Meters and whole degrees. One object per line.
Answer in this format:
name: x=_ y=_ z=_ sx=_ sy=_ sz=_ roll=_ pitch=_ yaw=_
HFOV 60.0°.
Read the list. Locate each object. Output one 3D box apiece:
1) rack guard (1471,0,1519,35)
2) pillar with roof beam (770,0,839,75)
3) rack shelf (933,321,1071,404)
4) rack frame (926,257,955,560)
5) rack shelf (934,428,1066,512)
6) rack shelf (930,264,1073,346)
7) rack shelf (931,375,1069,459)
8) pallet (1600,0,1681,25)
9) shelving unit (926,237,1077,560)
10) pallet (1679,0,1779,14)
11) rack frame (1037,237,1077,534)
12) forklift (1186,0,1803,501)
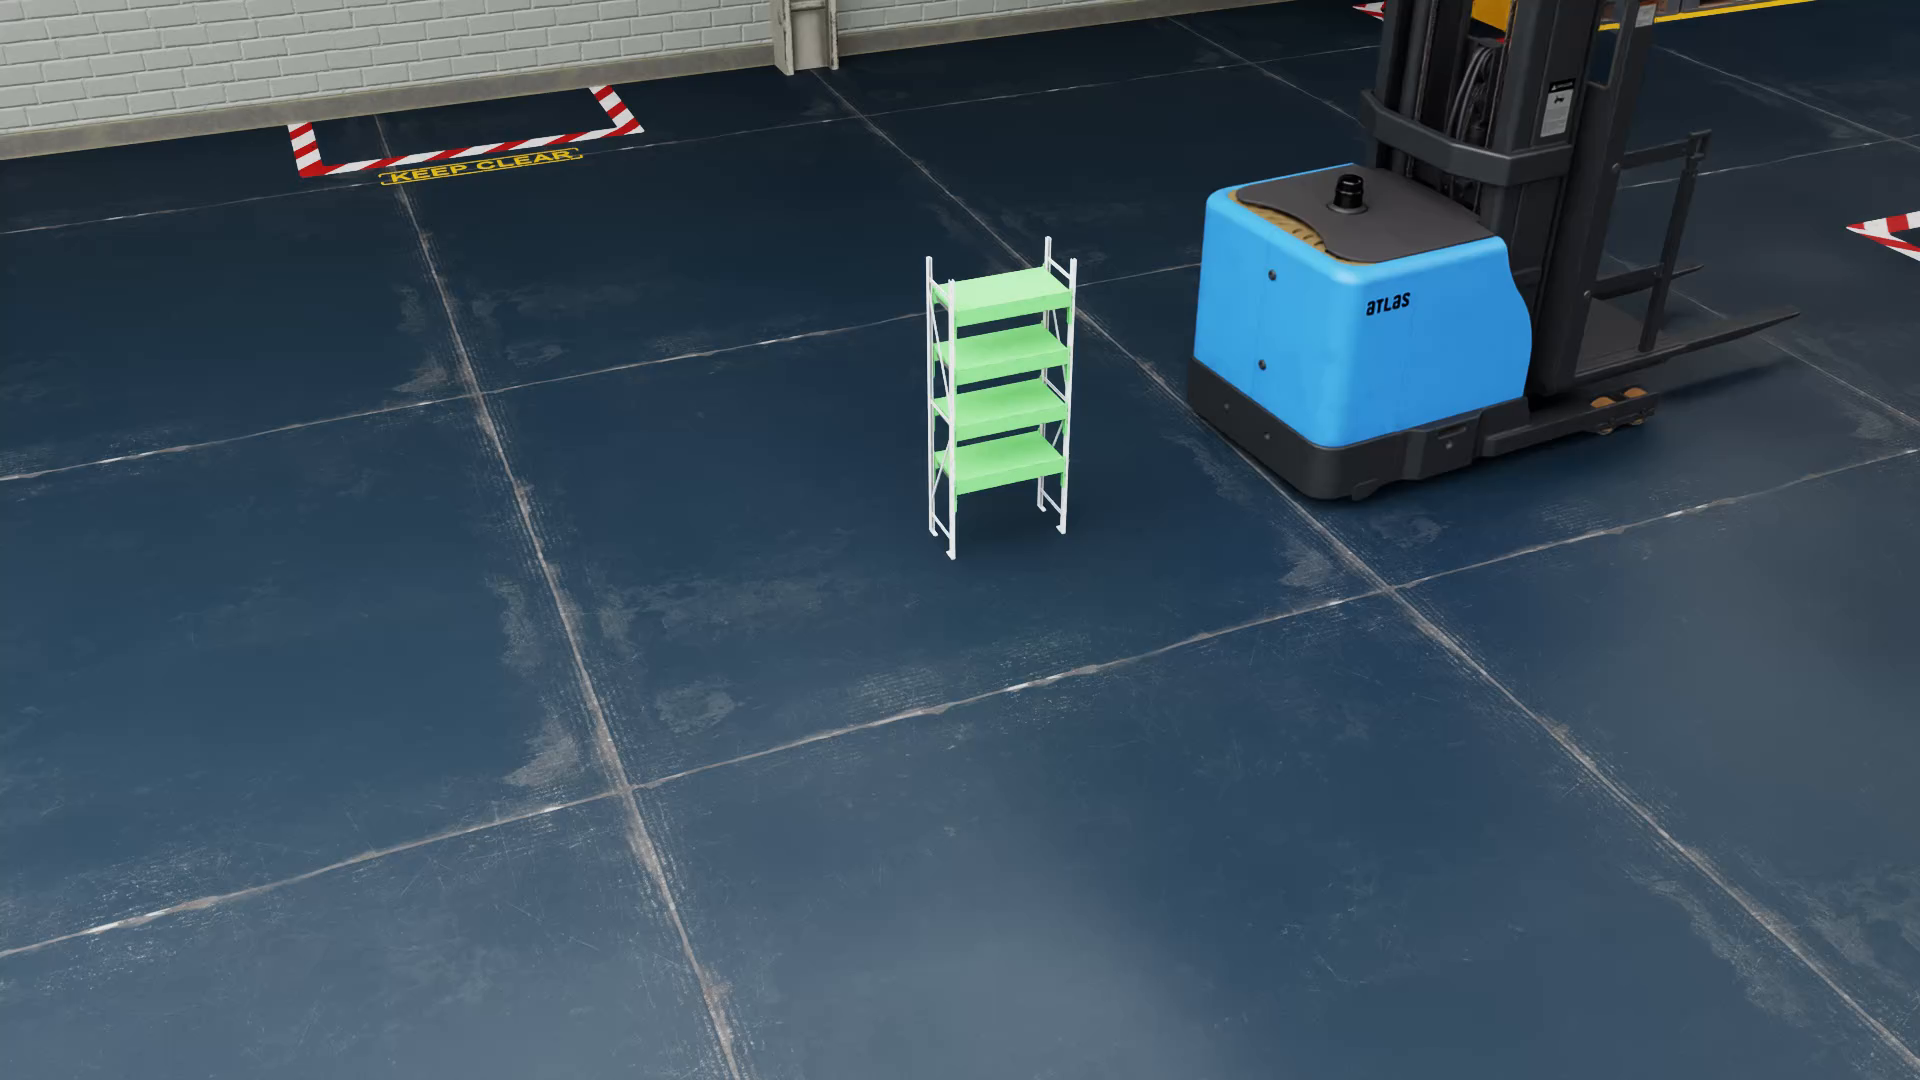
rack guard: x=4.182 y=-4.334 z=12.953 sx=0.348 sy=0.500 sz=1.175 roll=-13 pitch=35 yaw=-19
pillar with roof beam: x=0.556 y=-5.032 z=6.232 sx=0.400 sy=9.000 sz=9.100 roll=-13 pitch=35 yaw=-19
rack shelf: x=0.153 y=-0.685 z=6.380 sx=0.480 sy=0.148 sz=0.258 roll=-13 pitch=35 yaw=-19
rack frame: x=-0.072 y=-0.486 z=6.397 sx=0.015 sy=1.200 sz=0.240 roll=-13 pitch=35 yaw=-19
rack shelf: x=0.153 y=-0.283 z=6.642 sx=0.480 sy=0.148 sz=0.258 roll=-13 pitch=35 yaw=-19
rack shelf: x=0.153 y=-0.887 z=6.250 sx=0.480 sy=0.148 sz=0.258 roll=-13 pitch=35 yaw=-19
rack shelf: x=0.153 y=-0.484 z=6.511 sx=0.480 sy=0.148 sz=0.258 roll=-13 pitch=35 yaw=-19
pallet: x=4.944 y=-4.367 z=13.268 sx=1.213 sy=0.211 sz=1.003 roll=-13 pitch=35 yaw=-19
shelving unit: x=0.153 y=-0.538 z=6.476 sx=0.503 sy=1.200 sz=0.258 roll=-13 pitch=35 yaw=-19
pallet: x=6.067 y=-4.622 z=13.660 sx=1.213 sy=0.211 sz=1.003 roll=-13 pitch=35 yaw=-19
rack frame: x=0.378 y=-0.589 z=6.556 sx=0.015 sy=1.200 sz=0.240 roll=-13 pitch=35 yaw=-19
forklift: x=2.584 y=-1.943 z=7.049 sx=3.031 sy=2.935 sz=1.130 roll=-15 pitch=36 yaw=-22
